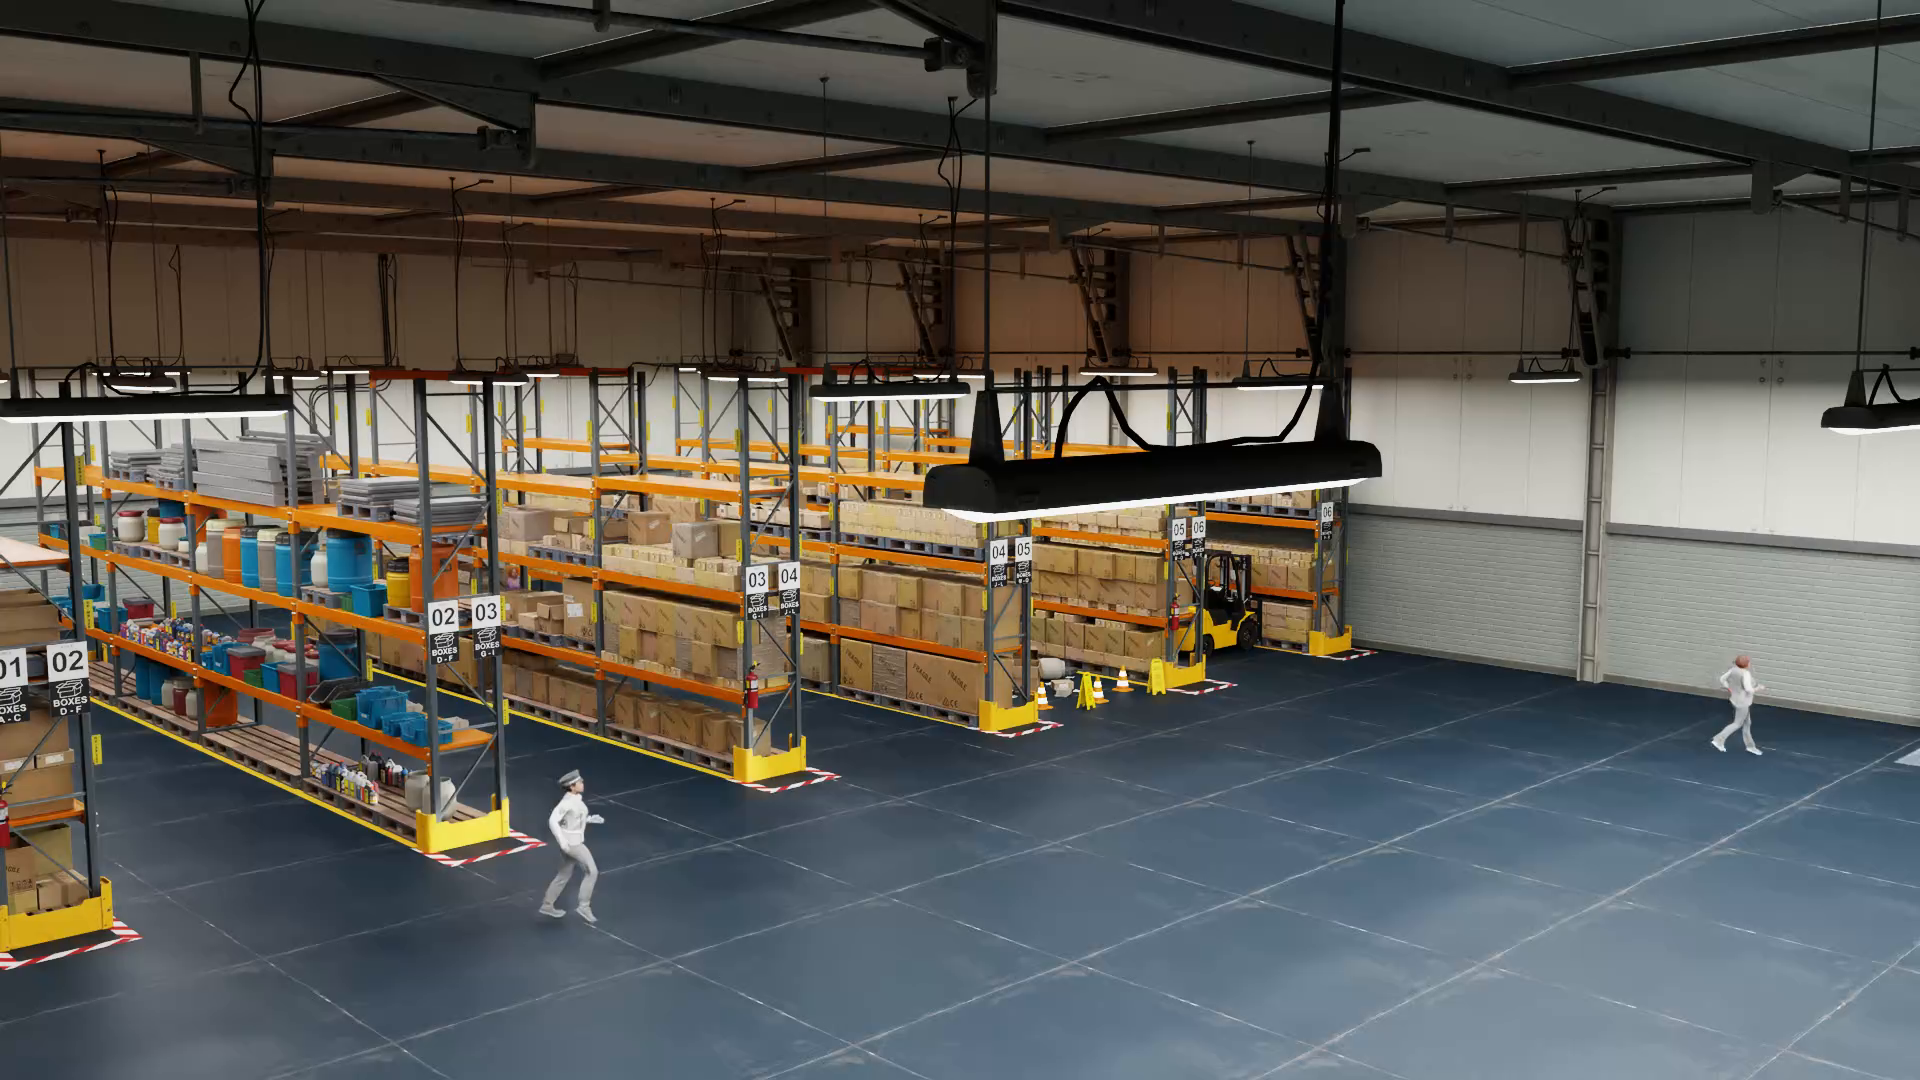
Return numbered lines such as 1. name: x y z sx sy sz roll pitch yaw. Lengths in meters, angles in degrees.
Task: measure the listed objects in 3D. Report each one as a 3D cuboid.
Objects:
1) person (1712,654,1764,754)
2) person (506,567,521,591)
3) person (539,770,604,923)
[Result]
1. person: 12.215 2.581 26.029 0.832 1.606 0.535 0 6 -1
2. person: -9.818 1.415 36.658 0.508 1.650 0.716 -5 8 -39
3. person: -4.333 3.419 18.539 0.741 1.751 0.598 -2 7 -18
